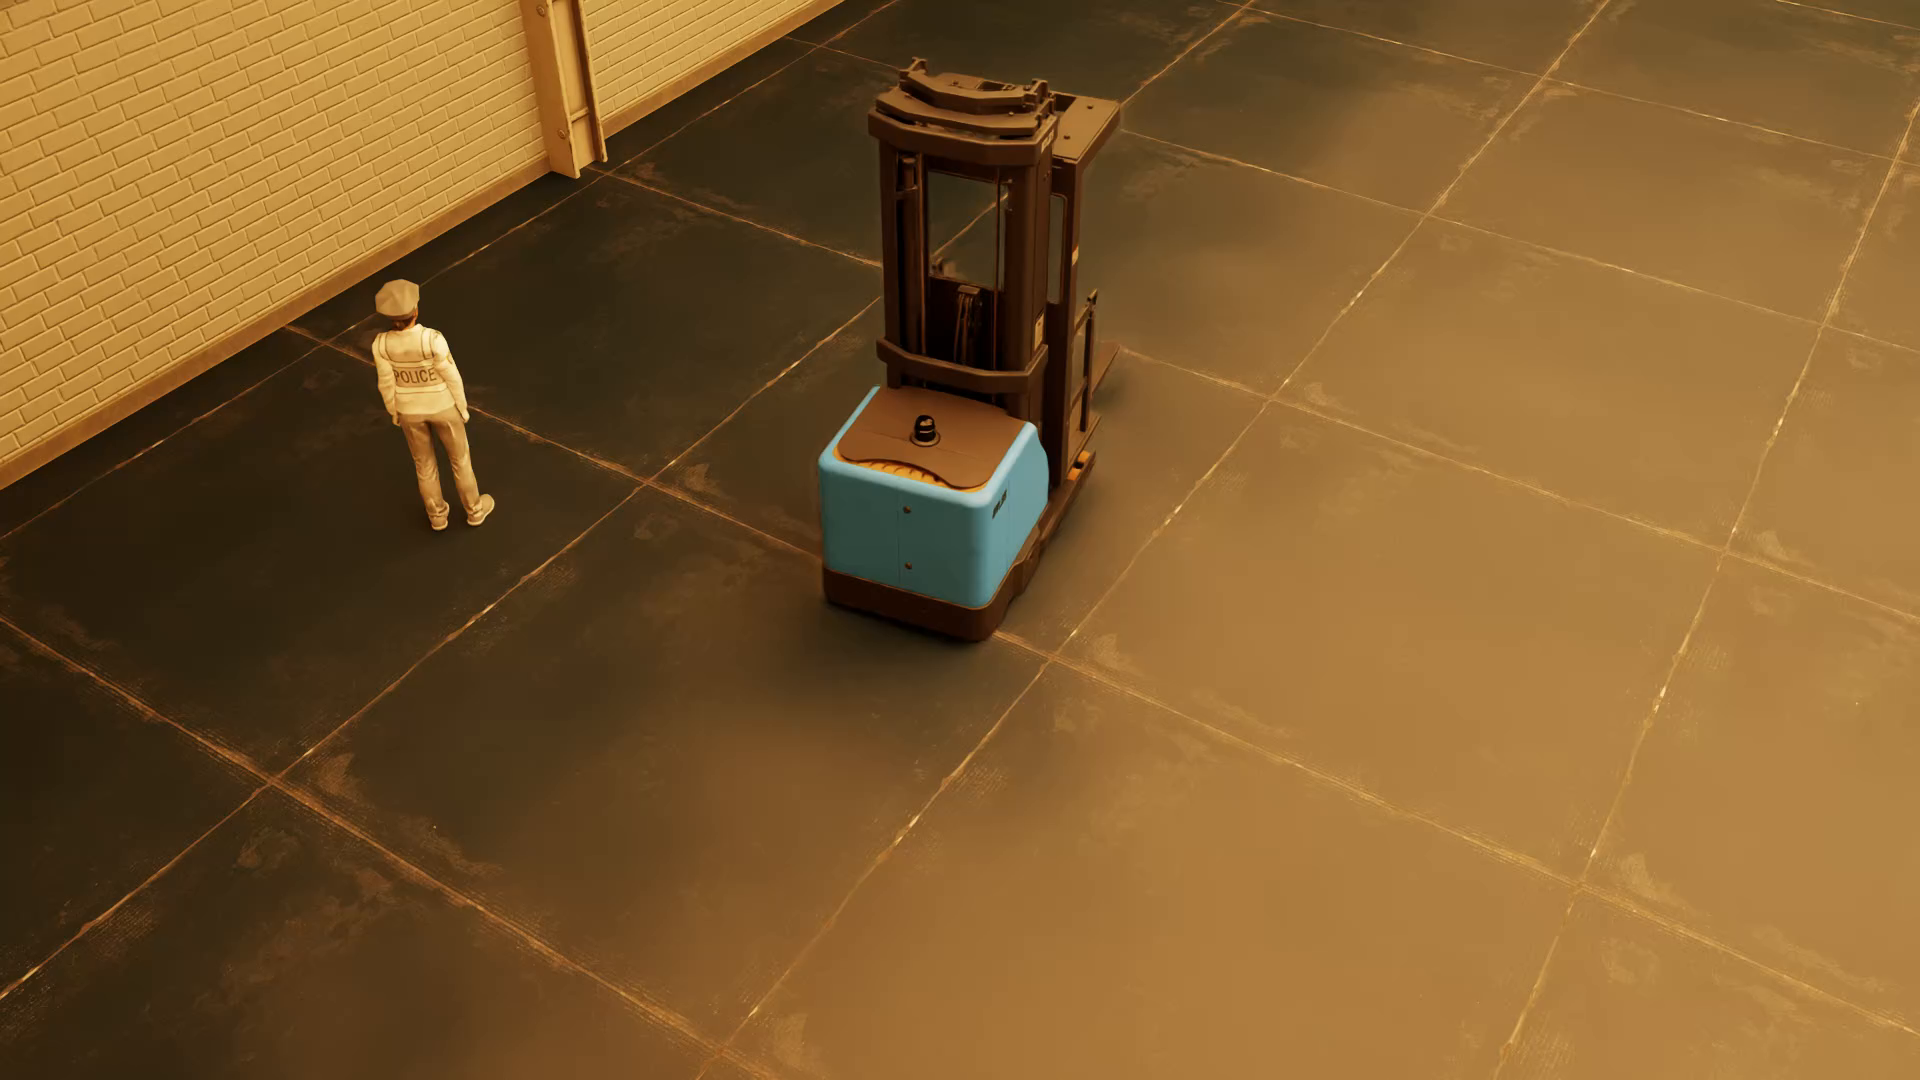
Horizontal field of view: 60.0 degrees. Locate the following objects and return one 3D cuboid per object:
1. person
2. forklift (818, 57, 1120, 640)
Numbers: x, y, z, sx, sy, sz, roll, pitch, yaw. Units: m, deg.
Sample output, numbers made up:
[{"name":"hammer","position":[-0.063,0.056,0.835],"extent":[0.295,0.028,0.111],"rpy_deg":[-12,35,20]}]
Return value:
[{"name":"person","position":[-3.150,-0.785,9.856],"extent":[0.464,1.692,0.337],"rpy_deg":[-4,40,-4]},{"name":"forklift","position":[0.226,-1.506,9.745],"extent":[1.130,2.935,3.031],"rpy_deg":[15,42,17]}]
